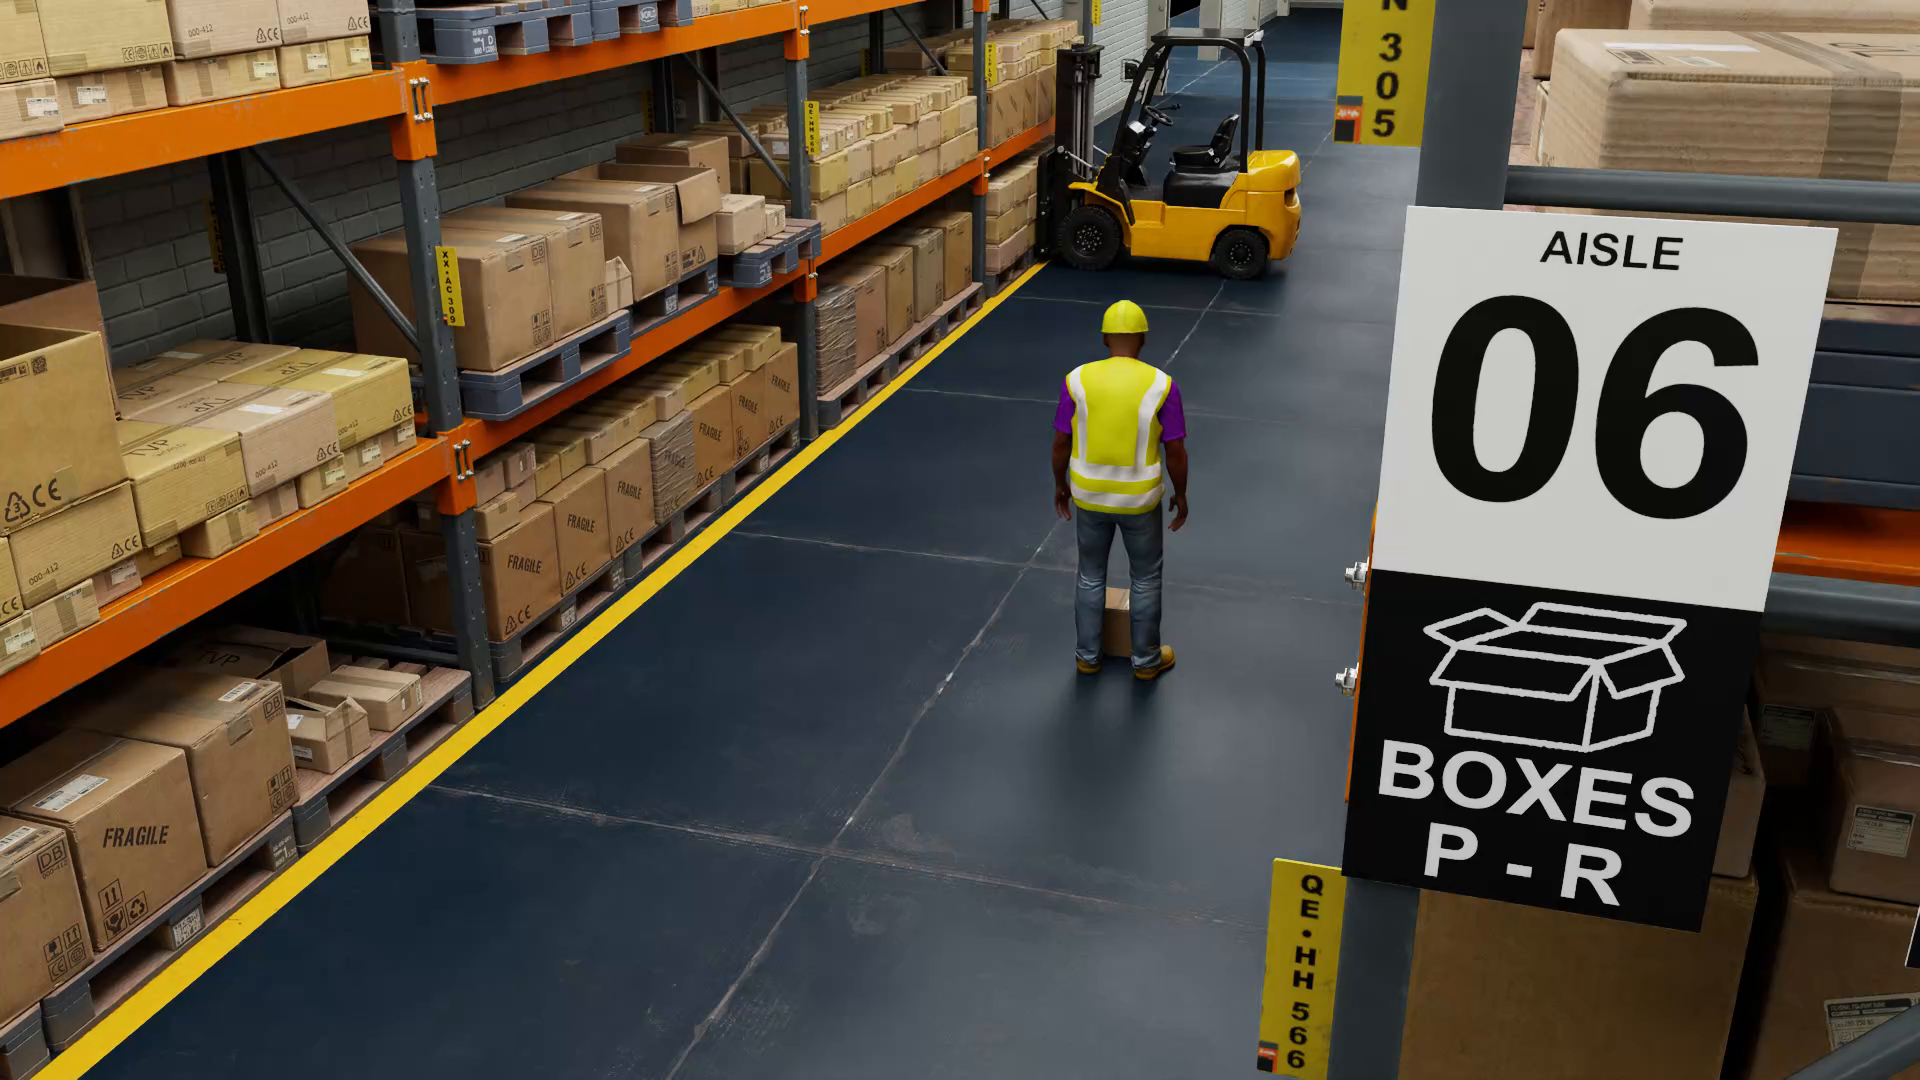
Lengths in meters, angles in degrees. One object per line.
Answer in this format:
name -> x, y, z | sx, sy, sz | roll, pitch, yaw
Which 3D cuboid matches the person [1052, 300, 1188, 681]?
person -> 0.734, -0.217, 7.606 | 0.621, 1.761, 0.458 | 6, 23, 16
